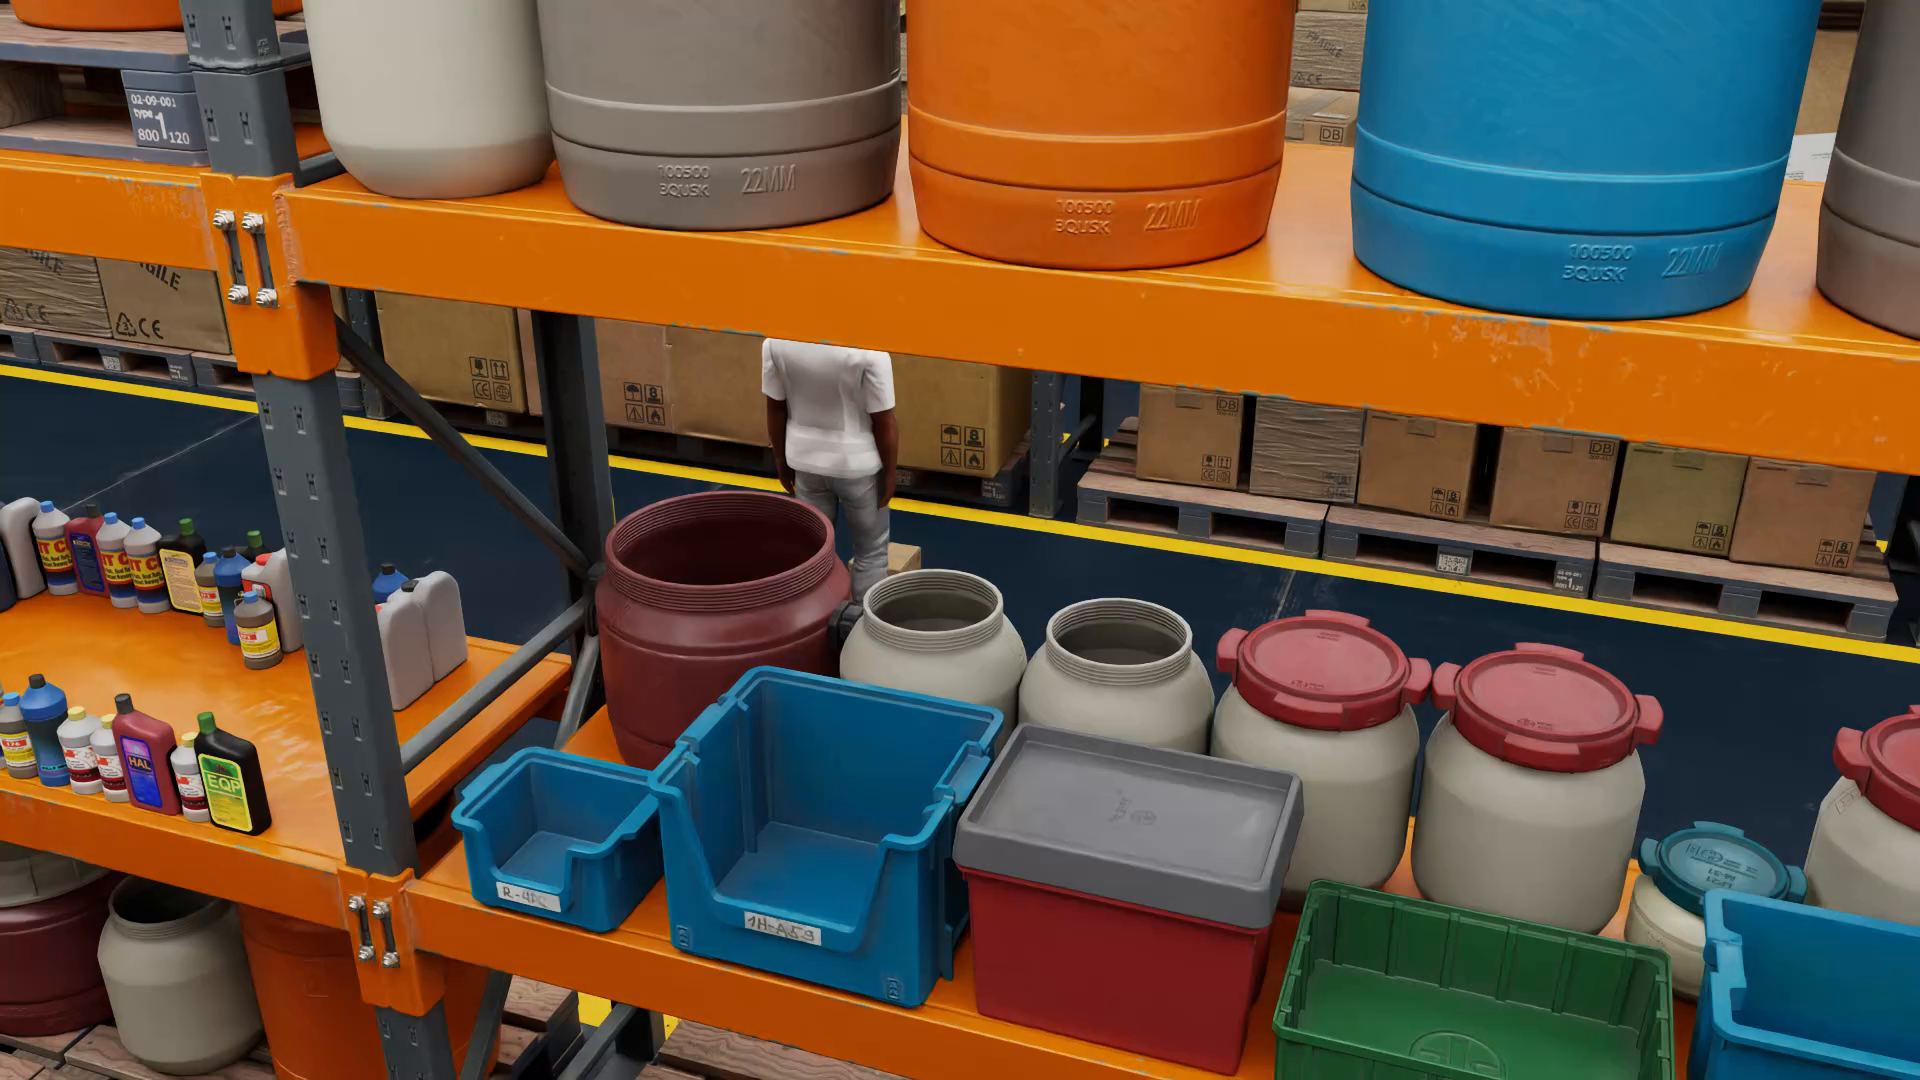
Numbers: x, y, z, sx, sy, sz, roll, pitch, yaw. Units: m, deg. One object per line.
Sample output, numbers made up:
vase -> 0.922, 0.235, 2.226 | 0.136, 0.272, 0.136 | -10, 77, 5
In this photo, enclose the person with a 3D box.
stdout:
person -> -0.494, -0.315, 6.752 | 0.562, 1.770, 0.428 | 9, 27, 19
